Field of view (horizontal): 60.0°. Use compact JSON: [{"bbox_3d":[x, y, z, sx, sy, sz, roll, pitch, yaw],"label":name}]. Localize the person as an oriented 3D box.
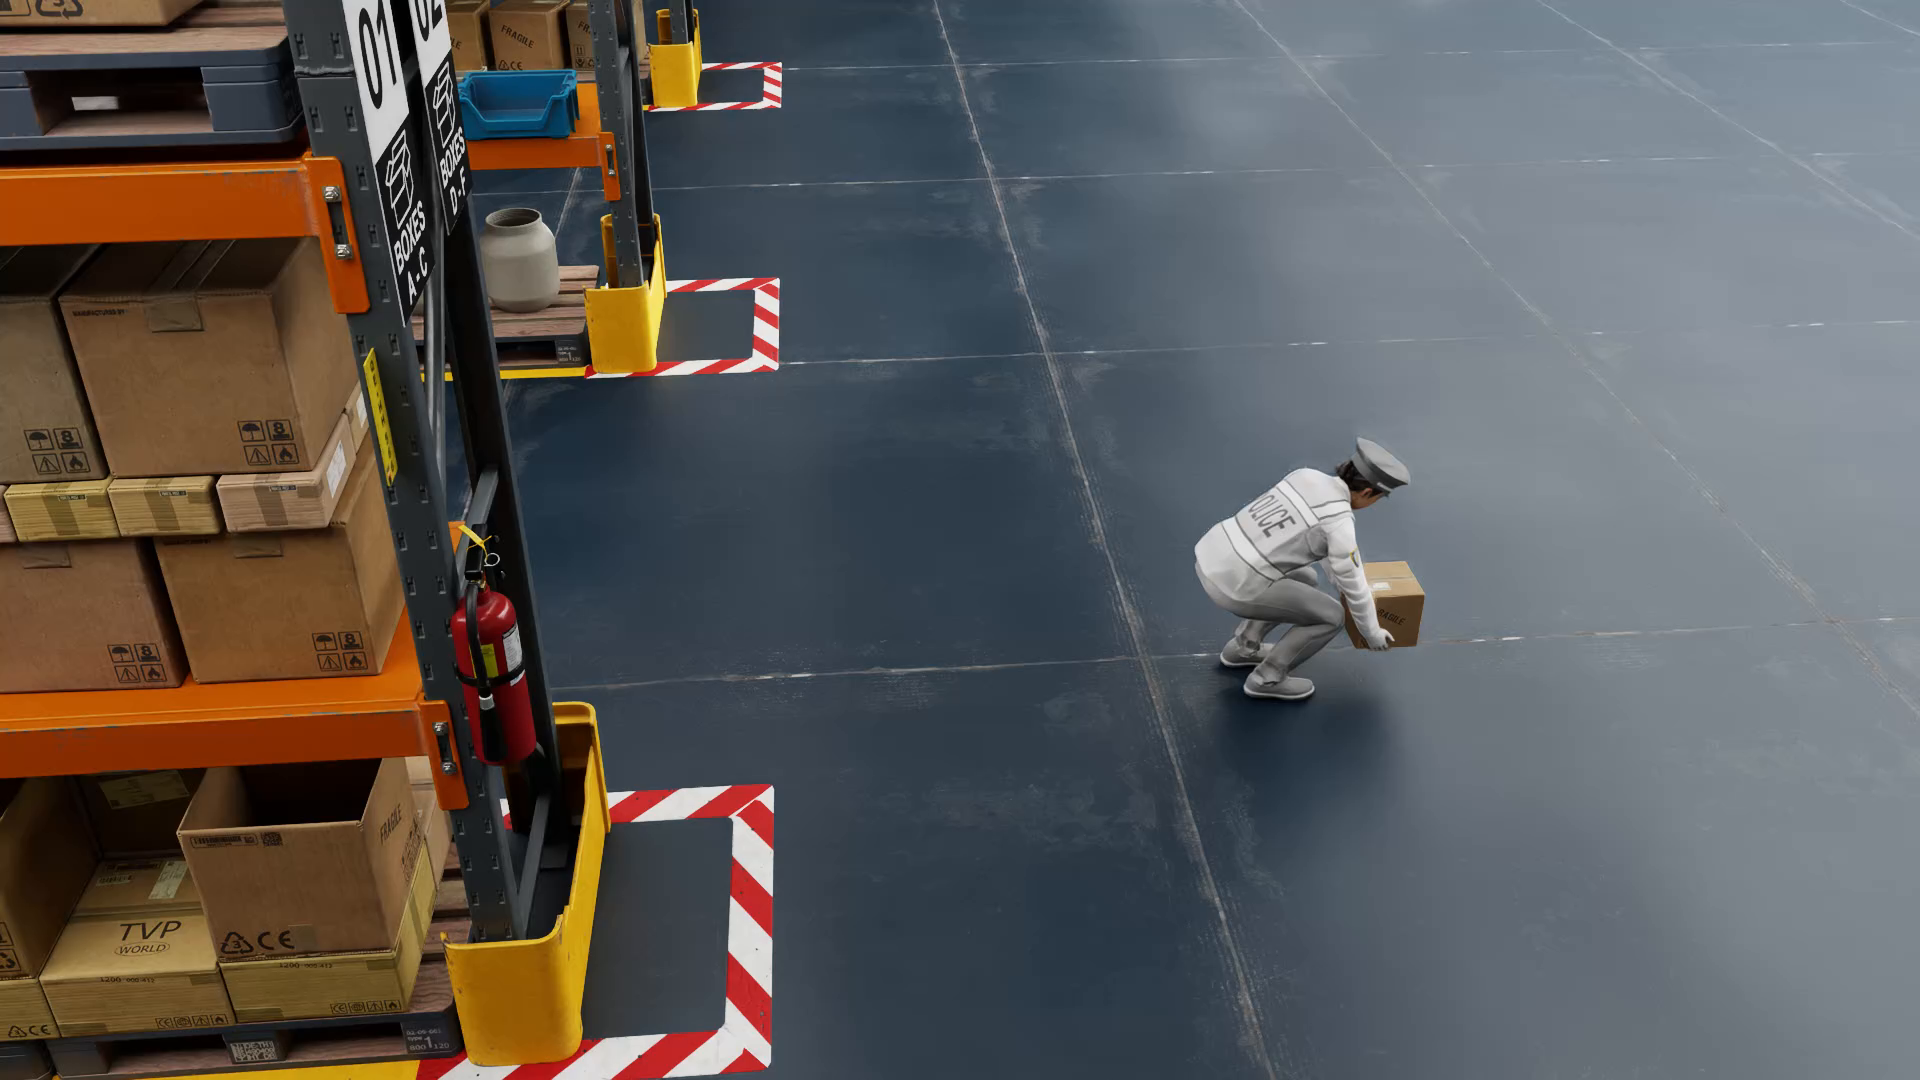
[{"bbox_3d":[1.331,0.103,6.575,0.819,1.036,0.497,-3,31,-5],"label":"person"}]
